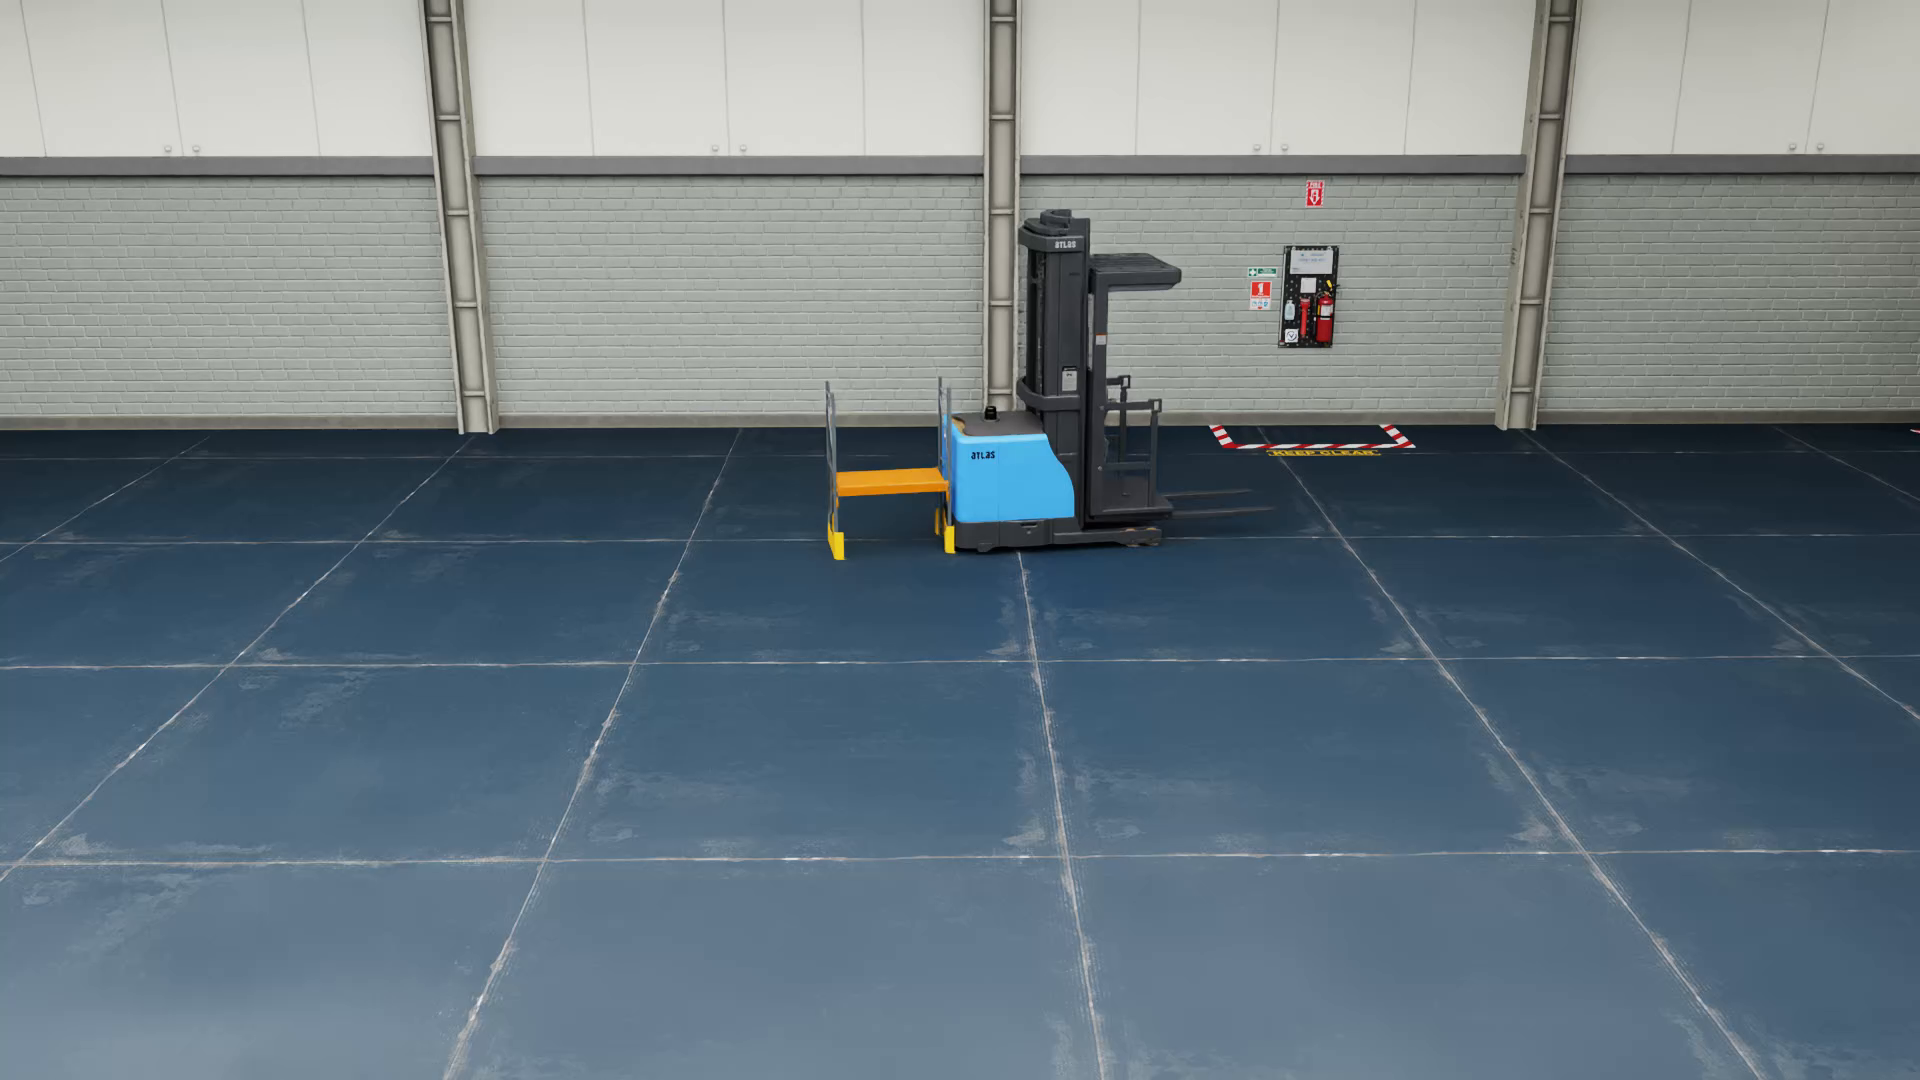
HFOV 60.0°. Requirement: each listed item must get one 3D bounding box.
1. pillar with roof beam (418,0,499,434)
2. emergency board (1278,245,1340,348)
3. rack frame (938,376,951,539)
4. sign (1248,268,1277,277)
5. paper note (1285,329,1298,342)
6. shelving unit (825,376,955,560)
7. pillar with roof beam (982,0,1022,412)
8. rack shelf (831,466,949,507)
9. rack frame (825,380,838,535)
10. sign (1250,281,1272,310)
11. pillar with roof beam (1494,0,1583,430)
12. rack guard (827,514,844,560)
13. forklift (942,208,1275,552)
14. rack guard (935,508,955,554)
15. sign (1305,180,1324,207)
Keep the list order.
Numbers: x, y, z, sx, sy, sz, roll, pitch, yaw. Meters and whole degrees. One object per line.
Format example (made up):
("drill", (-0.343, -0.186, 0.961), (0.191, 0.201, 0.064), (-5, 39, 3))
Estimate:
("pillar with roof beam", (-5.473, -4.230, 13.703), (0.400, 9.000, 9.100), (0, 18, -1))
("emergency board", (3.986, -2.746, 18.898), (0.643, 1.169, 0.194), (0, 18, -1))
("rack frame", (-0.136, -0.682, 14.922), (0.032, 1.500, 0.500), (-3, 18, -10))
("sign", (3.437, -3.041, 18.893), (0.331, 0.109, 0.001), (0, 18, -1))
("paper note", (3.808, -2.346, 19.096), (0.142, 0.148, 0.016), (0, 18, -1))
("shelving unit", (-0.627, -0.655, 14.835), (1.083, 1.500, 0.587), (-3, 18, -10))
("pillar with roof beam", (0.527, -4.259, 13.793), (0.400, 9.000, 9.100), (0, 18, -1))
("rack shelf", (-0.636, -0.483, 14.889), (1.000, 0.185, 0.538), (-3, 18, -10))
("rack frame", (-1.136, -0.626, 14.746), (0.032, 1.500, 0.500), (-3, 18, -10))
("sign", (3.432, -2.791, 18.982), (0.234, 0.329, 0.001), (0, 18, -1))
("pillar with roof beam", (6.526, -4.288, 13.884), (0.400, 9.000, 9.100), (0, 18, -1))
("rack guard", (-1.117, -0.032, 14.940), (0.087, 0.250, 0.587), (-3, 18, -10))
("forklift", (1.375, -1.486, 15.083), (3.031, 2.935, 1.130), (-3, 18, -10))
("rack guard", (-0.137, -0.087, 15.113), (0.087, 0.250, 0.587), (-3, 18, -10))
("sign", (3.977, -3.880, 18.639), (0.199, 0.298, 0.001), (0, 18, -1))
